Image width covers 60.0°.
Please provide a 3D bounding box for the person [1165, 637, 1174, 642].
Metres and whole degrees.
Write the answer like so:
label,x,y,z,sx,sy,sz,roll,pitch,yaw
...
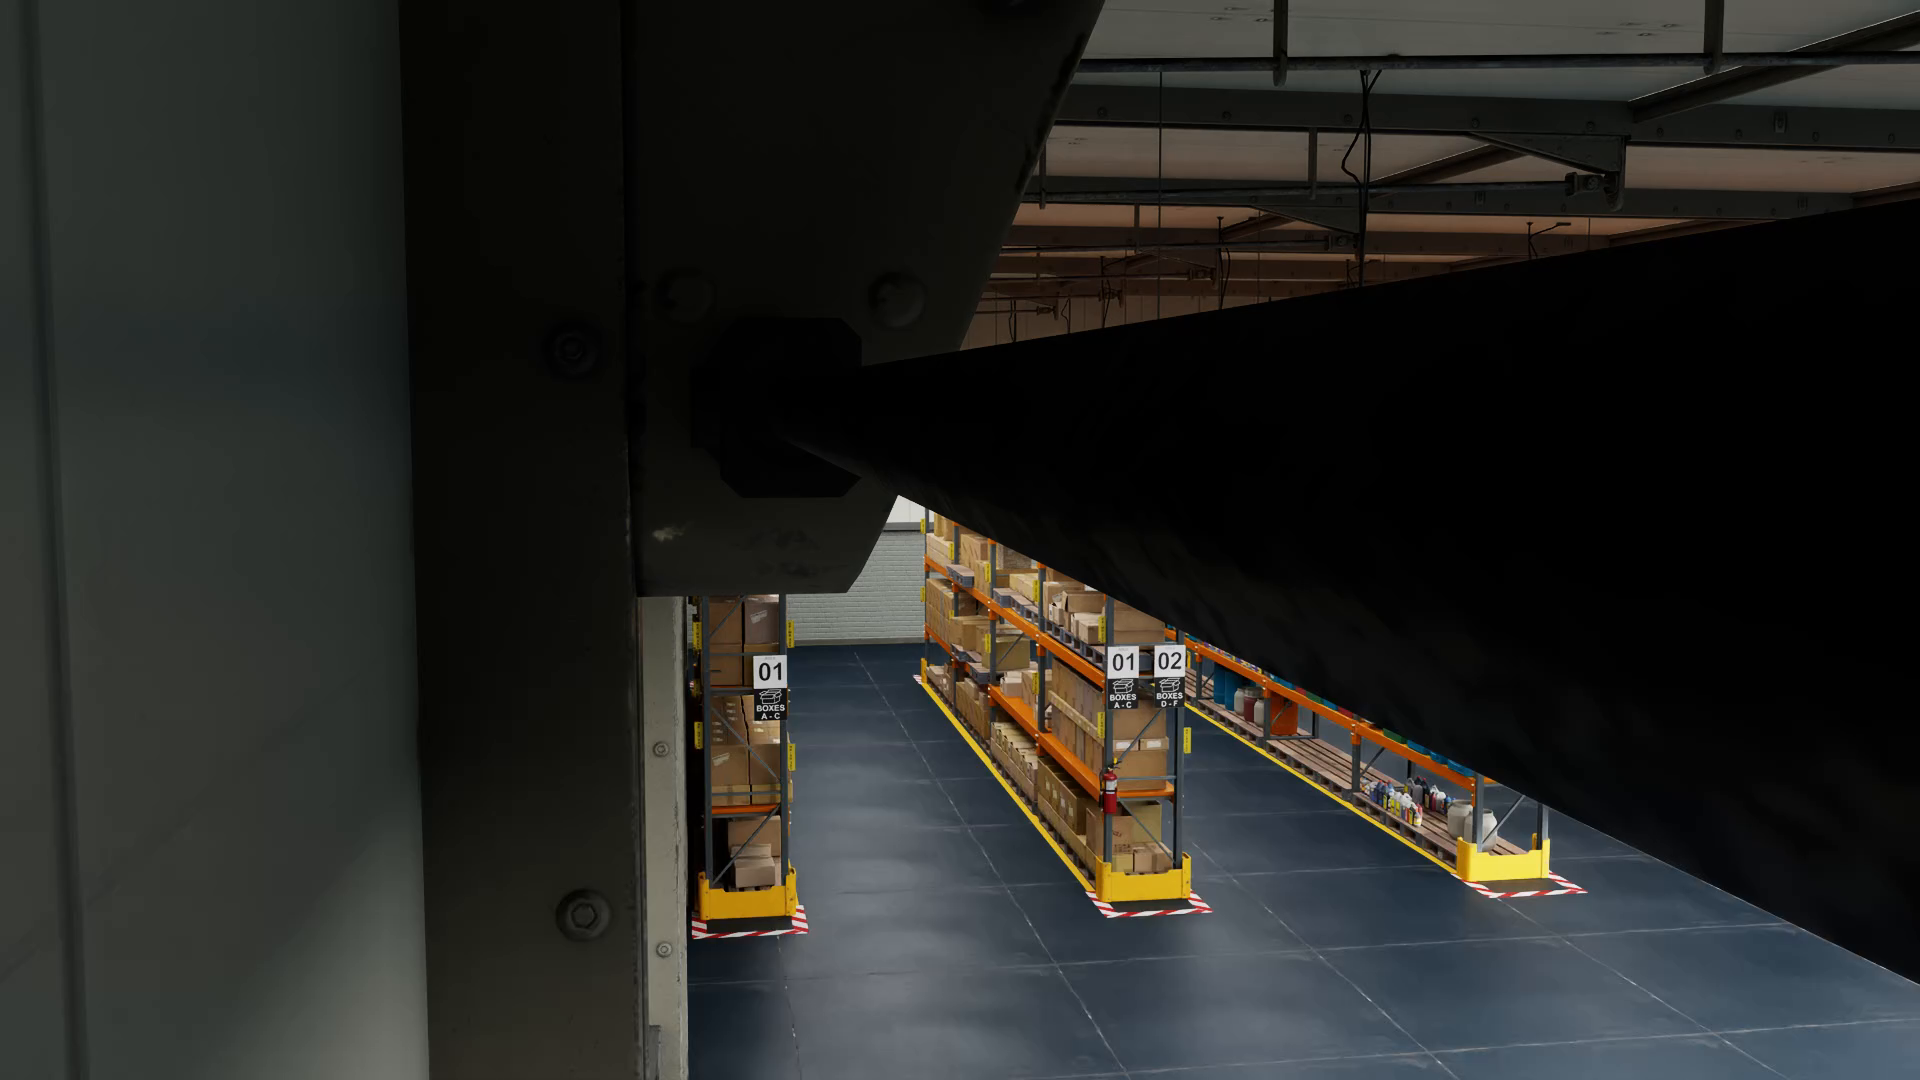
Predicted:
label,x,y,z,sx,sy,sz,roll,pitch,yaw
person,4.906,2.001,39.971,0.577,1.695,0.748,4,7,39
